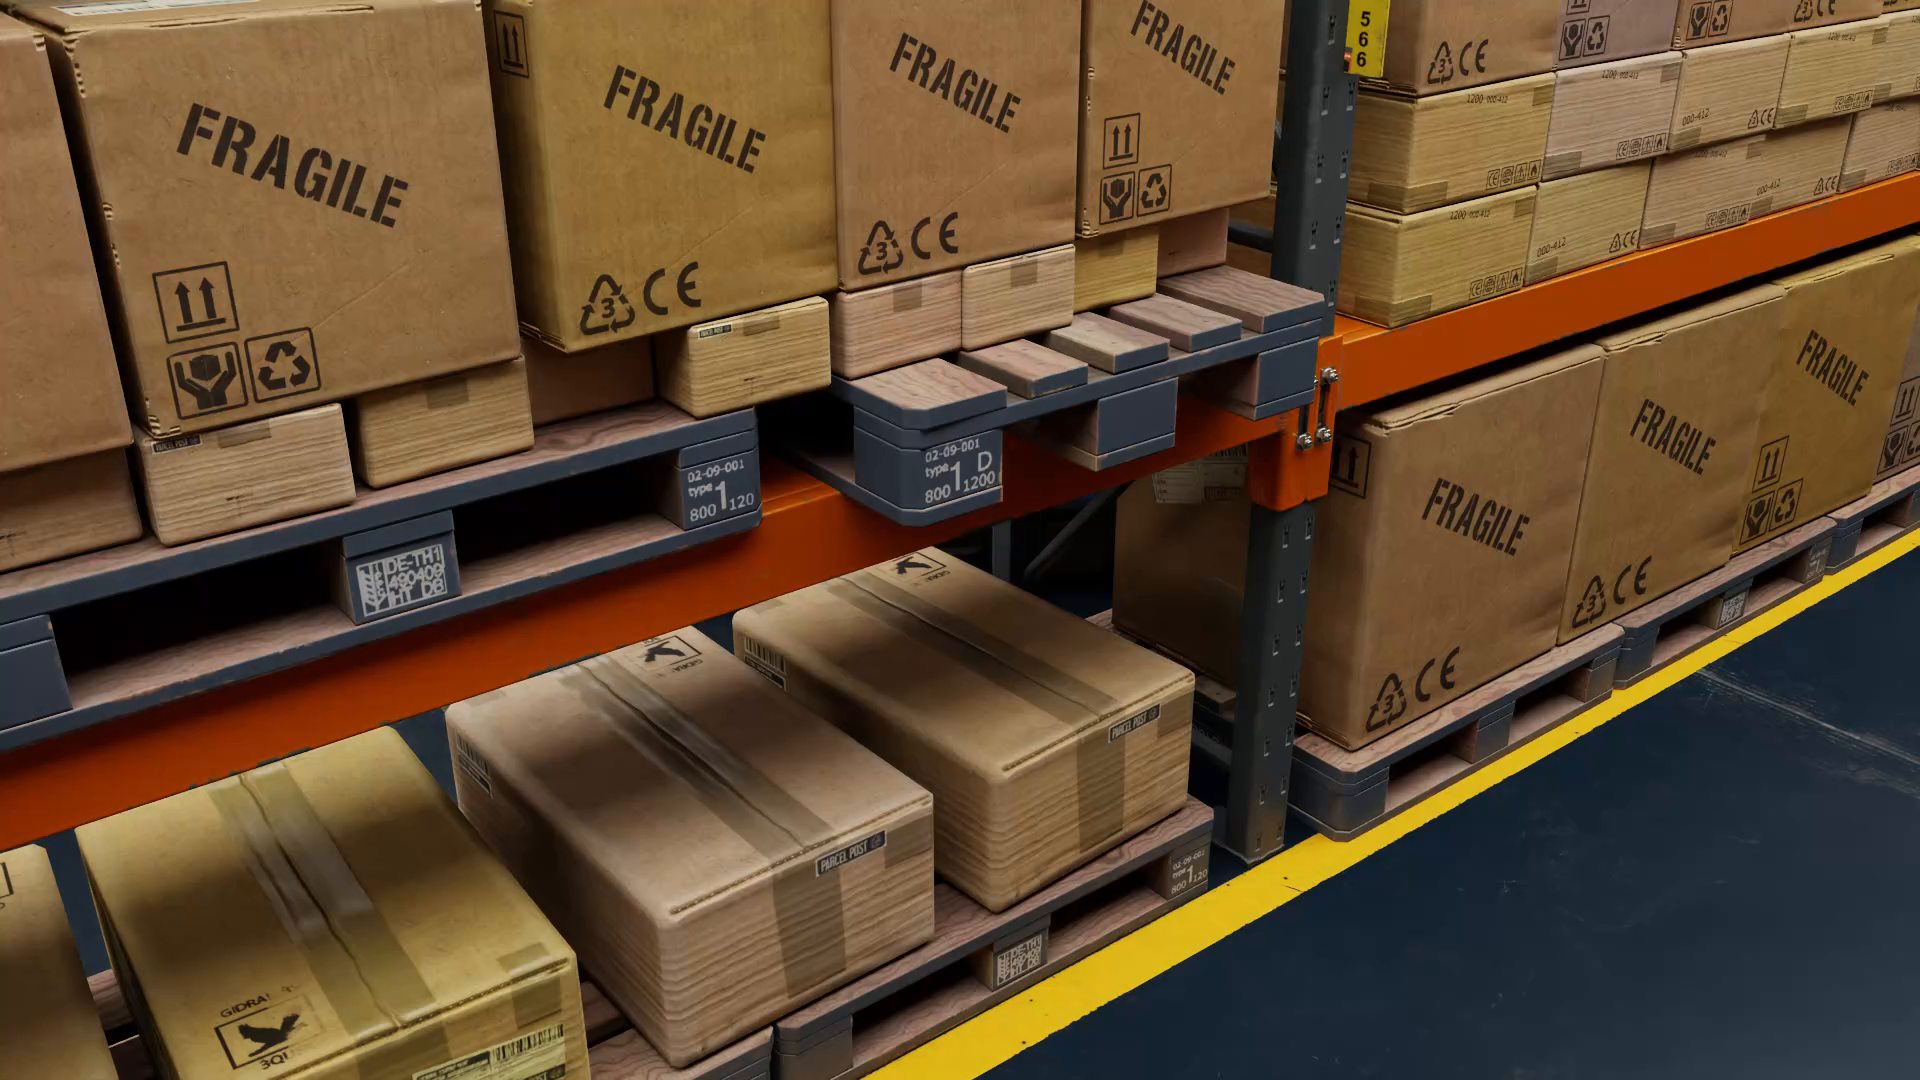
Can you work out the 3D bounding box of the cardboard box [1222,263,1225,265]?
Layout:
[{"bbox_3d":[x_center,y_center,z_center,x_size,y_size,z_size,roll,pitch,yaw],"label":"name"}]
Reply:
[{"bbox_3d":[0.679,-0.894,4.292,0.500,0.250,0.500,-20,31,-36],"label":"cardboard box"}]

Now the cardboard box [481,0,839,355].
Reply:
[{"bbox_3d":[-0.541,-0.636,2.587,0.500,0.500,0.500,-21,32,-37],"label":"cardboard box"}]

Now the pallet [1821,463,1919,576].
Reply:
[{"bbox_3d":[3.029,-0.294,6.132,1.213,0.211,1.003,-18,31,-34],"label":"pallet"}]

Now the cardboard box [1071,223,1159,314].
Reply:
[{"bbox_3d":[0.163,-0.565,3.204,0.250,0.149,0.380,-18,30,-33],"label":"cardboard box"}]

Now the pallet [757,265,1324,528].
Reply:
[{"bbox_3d":[-0.053,-0.438,3.358,1.003,0.211,1.213,-18,31,-34],"label":"pallet"}]

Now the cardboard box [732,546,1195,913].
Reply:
[{"bbox_3d":[-0.009,0.400,3.948,0.625,0.372,0.950,-21,32,-37],"label":"cardboard box"}]

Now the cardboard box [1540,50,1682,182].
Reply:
[{"bbox_3d":[1.400,-1.088,4.114,0.500,0.250,0.500,-17,30,-33],"label":"cardboard box"}]

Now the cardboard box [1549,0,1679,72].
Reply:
[{"bbox_3d":[1.365,-1.423,3.947,0.500,0.500,0.500,-18,30,-34],"label":"cardboard box"}]

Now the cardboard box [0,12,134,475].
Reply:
[{"bbox_3d":[-1.369,-0.358,1.987,0.500,0.500,0.500,-18,31,-34],"label":"cardboard box"}]

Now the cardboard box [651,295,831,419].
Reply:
[{"bbox_3d":[-0.419,-0.346,2.731,0.250,0.149,0.380,-18,30,-33],"label":"cardboard box"}]

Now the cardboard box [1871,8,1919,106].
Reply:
[{"bbox_3d":[2.600,-1.479,4.958,0.500,0.250,0.500,-17,30,-33],"label":"cardboard box"}]

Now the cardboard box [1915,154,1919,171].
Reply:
[{"bbox_3d":[2.990,-1.384,5.347,0.500,0.250,0.500,-19,31,-35],"label":"cardboard box"}]

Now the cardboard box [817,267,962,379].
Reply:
[{"bbox_3d":[-0.211,-0.422,2.895,0.250,0.149,0.380,-20,32,-36],"label":"cardboard box"}]

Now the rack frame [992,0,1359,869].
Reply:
[{"bbox_3d":[0.442,-0.745,3.792,0.127,3.000,1.000,-18,31,-34],"label":"rack frame"}]

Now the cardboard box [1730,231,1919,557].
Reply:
[{"bbox_3d":[2.445,-0.586,5.475,0.875,0.875,0.875,-17,30,-33],"label":"cardboard box"}]

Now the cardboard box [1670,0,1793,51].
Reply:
[{"bbox_3d":[1.782,-1.552,4.225,0.500,0.500,0.500,-17,30,-33],"label":"cardboard box"}]

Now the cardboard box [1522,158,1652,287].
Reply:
[{"bbox_3d":[1.375,-0.860,4.218,0.500,0.250,0.500,-19,31,-35],"label":"cardboard box"}]

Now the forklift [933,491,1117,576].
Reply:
[{"bbox_3d":[-0.607,-1.358,5.194,3.031,2.935,1.130,-2,25,-4],"label":"forklift"}]

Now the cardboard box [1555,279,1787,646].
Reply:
[{"bbox_3d":[1.741,-0.354,4.975,0.875,0.875,0.875,-18,30,-33],"label":"cardboard box"}]

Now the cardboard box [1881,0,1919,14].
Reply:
[{"bbox_3d":[2.579,-1.822,4.806,0.500,0.500,0.500,-17,30,-33],"label":"cardboard box"}]

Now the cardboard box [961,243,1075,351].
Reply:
[{"bbox_3d":[-0.008,-0.485,3.031,0.250,0.149,0.380,-19,31,-34],"label":"cardboard box"}]

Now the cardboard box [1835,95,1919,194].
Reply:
[{"bbox_3d":[2.582,-1.259,5.079,0.500,0.250,0.500,-19,31,-35],"label":"cardboard box"}]

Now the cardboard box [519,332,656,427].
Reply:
[{"bbox_3d":[-0.694,-0.322,2.681,0.250,0.149,0.380,-18,30,-34],"label":"cardboard box"}]

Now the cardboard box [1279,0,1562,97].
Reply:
[{"bbox_3d":[0.981,-1.291,3.662,0.500,0.500,0.500,-19,31,-36],"label":"cardboard box"}]

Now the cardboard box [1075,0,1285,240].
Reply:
[{"bbox_3d":[0.256,-0.906,3.167,0.500,0.500,0.500,-19,31,-35],"label":"cardboard box"}]

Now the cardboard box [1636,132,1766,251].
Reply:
[{"bbox_3d":[1.792,-0.994,4.508,0.500,0.250,0.500,-17,30,-32],"label":"cardboard box"}]

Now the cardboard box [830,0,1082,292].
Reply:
[{"bbox_3d":[-0.144,-0.768,2.870,0.500,0.500,0.500,-19,31,-35],"label":"cardboard box"}]

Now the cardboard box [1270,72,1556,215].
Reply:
[{"bbox_3d":[0.993,-0.954,3.826,0.500,0.250,0.500,-19,31,-34],"label":"cardboard box"}]

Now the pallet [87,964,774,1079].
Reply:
[{"bbox_3d":[-1.133,1.037,3.264,1.213,0.211,1.003,-18,31,-34],"label":"pallet"}]

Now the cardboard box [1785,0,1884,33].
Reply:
[{"bbox_3d":[2.181,-1.682,4.505,0.500,0.500,0.500,-18,30,-33],"label":"cardboard box"}]

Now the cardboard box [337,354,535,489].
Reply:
[{"bbox_3d":[-0.841,-0.230,2.481,0.250,0.149,0.380,-19,31,-36],"label":"cardboard box"}]

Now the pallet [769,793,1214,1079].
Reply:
[{"bbox_3d":[-0.174,0.722,3.943,1.213,0.211,1.003,-18,31,-34],"label":"pallet"}]

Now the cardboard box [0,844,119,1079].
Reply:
[{"bbox_3d":[-1.731,0.971,2.718,0.625,0.372,0.950,-16,29,-31],"label":"cardboard box"}]

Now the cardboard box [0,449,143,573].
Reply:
[{"bbox_3d":[-1.274,-0.099,2.200,0.250,0.149,0.380,-18,30,-34],"label":"cardboard box"}]

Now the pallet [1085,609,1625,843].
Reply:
[{"bbox_3d":[1.109,0.340,4.767,1.213,0.211,1.003,-18,31,-34],"label":"pallet"}]

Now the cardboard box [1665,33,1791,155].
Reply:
[{"bbox_3d":[1.800,-1.213,4.385,0.500,0.250,0.500,-18,31,-34],"label":"cardboard box"}]

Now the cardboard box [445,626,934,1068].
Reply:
[{"bbox_3d":[-0.585,0.594,3.529,0.625,0.372,0.950,-19,31,-35],"label":"cardboard box"}]

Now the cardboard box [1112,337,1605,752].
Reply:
[{"bbox_3d":[1.037,-0.124,4.478,0.875,0.875,0.875,-19,31,-34],"label":"cardboard box"}]

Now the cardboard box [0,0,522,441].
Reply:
[{"bbox_3d":[-0.971,-0.495,2.282,0.500,0.500,0.500,-20,31,-36],"label":"cardboard box"}]

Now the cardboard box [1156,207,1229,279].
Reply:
[{"bbox_3d":[0.329,-0.658,3.405,0.250,0.149,0.380,-17,30,-32],"label":"cardboard box"}]

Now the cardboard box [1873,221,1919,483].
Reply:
[{"bbox_3d":[3.151,-0.823,5.986,0.875,0.875,0.875,-17,30,-32],"label":"cardboard box"}]

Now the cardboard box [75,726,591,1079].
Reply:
[{"bbox_3d":[-1.185,0.789,3.109,0.625,0.372,0.950,-17,30,-32],"label":"cardboard box"}]

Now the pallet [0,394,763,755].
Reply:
[{"bbox_3d":[-1.091,-0.130,2.695,1.213,0.211,1.003,-18,31,-34],"label":"pallet"}]

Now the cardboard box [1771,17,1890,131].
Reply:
[{"bbox_3d":[2.207,-1.340,4.659,0.500,0.250,0.500,-18,30,-33],"label":"cardboard box"}]

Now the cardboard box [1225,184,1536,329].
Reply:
[{"bbox_3d":[0.982,-0.721,3.918,0.500,0.250,0.500,-19,31,-35],"label":"cardboard box"}]

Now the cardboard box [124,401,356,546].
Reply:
[{"bbox_3d":[-1.033,-0.151,2.311,0.250,0.149,0.380,-17,30,-32],"label":"cardboard box"}]

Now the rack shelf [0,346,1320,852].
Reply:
[{"bbox_3d":[-1.132,0.101,2.824,4.000,0.370,1.077,-18,31,-34],"label":"rack shelf"}]

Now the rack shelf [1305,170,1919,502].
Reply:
[{"bbox_3d":[2.016,-0.938,5.063,4.000,0.370,1.077,-18,31,-34],"label":"rack shelf"}]

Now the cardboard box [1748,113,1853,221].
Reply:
[{"bbox_3d":[2.178,-1.124,4.786,0.500,0.250,0.500,-18,31,-34],"label":"cardboard box"}]

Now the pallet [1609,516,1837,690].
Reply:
[{"bbox_3d":[2.068,0.025,5.446,1.213,0.211,1.003,-18,31,-34],"label":"pallet"}]

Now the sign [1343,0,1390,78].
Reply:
[{"bbox_3d":[0.784,-1.057,3.183,0.005,0.325,0.100,-18,31,-34],"label":"sign"}]
